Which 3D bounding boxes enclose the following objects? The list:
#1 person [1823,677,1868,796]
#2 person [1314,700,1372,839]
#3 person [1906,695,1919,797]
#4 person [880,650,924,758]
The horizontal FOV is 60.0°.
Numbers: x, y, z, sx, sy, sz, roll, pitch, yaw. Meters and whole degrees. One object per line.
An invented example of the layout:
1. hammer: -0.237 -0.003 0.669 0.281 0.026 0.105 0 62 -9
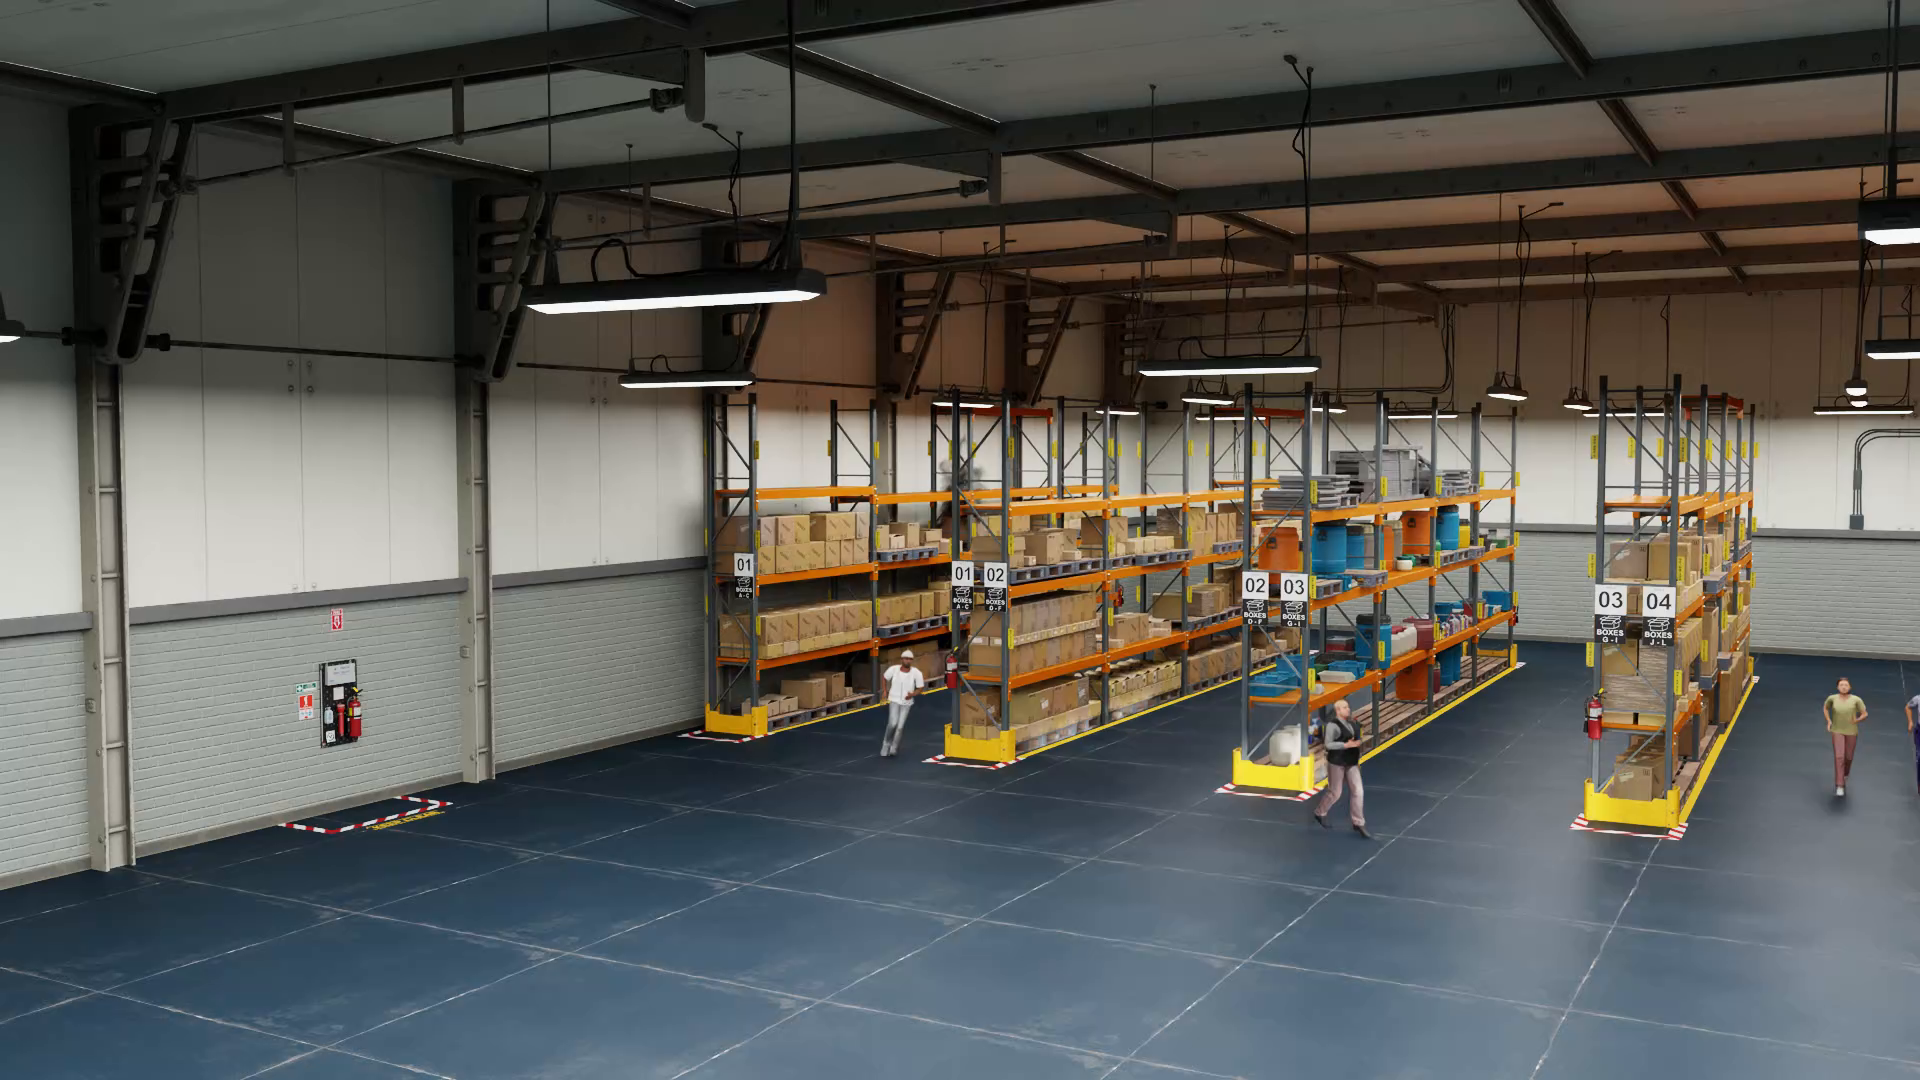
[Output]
1. person: 12.873 2.824 24.185 0.570 1.666 0.910 1 3 24
2. person: 4.966 2.959 21.633 0.651 1.756 0.854 -2 4 -33
3. person: 14.132 2.874 24.222 0.579 1.711 0.764 1 3 20
4. person: -0.950 2.674 27.158 0.720 1.752 0.640 0 3 -5
